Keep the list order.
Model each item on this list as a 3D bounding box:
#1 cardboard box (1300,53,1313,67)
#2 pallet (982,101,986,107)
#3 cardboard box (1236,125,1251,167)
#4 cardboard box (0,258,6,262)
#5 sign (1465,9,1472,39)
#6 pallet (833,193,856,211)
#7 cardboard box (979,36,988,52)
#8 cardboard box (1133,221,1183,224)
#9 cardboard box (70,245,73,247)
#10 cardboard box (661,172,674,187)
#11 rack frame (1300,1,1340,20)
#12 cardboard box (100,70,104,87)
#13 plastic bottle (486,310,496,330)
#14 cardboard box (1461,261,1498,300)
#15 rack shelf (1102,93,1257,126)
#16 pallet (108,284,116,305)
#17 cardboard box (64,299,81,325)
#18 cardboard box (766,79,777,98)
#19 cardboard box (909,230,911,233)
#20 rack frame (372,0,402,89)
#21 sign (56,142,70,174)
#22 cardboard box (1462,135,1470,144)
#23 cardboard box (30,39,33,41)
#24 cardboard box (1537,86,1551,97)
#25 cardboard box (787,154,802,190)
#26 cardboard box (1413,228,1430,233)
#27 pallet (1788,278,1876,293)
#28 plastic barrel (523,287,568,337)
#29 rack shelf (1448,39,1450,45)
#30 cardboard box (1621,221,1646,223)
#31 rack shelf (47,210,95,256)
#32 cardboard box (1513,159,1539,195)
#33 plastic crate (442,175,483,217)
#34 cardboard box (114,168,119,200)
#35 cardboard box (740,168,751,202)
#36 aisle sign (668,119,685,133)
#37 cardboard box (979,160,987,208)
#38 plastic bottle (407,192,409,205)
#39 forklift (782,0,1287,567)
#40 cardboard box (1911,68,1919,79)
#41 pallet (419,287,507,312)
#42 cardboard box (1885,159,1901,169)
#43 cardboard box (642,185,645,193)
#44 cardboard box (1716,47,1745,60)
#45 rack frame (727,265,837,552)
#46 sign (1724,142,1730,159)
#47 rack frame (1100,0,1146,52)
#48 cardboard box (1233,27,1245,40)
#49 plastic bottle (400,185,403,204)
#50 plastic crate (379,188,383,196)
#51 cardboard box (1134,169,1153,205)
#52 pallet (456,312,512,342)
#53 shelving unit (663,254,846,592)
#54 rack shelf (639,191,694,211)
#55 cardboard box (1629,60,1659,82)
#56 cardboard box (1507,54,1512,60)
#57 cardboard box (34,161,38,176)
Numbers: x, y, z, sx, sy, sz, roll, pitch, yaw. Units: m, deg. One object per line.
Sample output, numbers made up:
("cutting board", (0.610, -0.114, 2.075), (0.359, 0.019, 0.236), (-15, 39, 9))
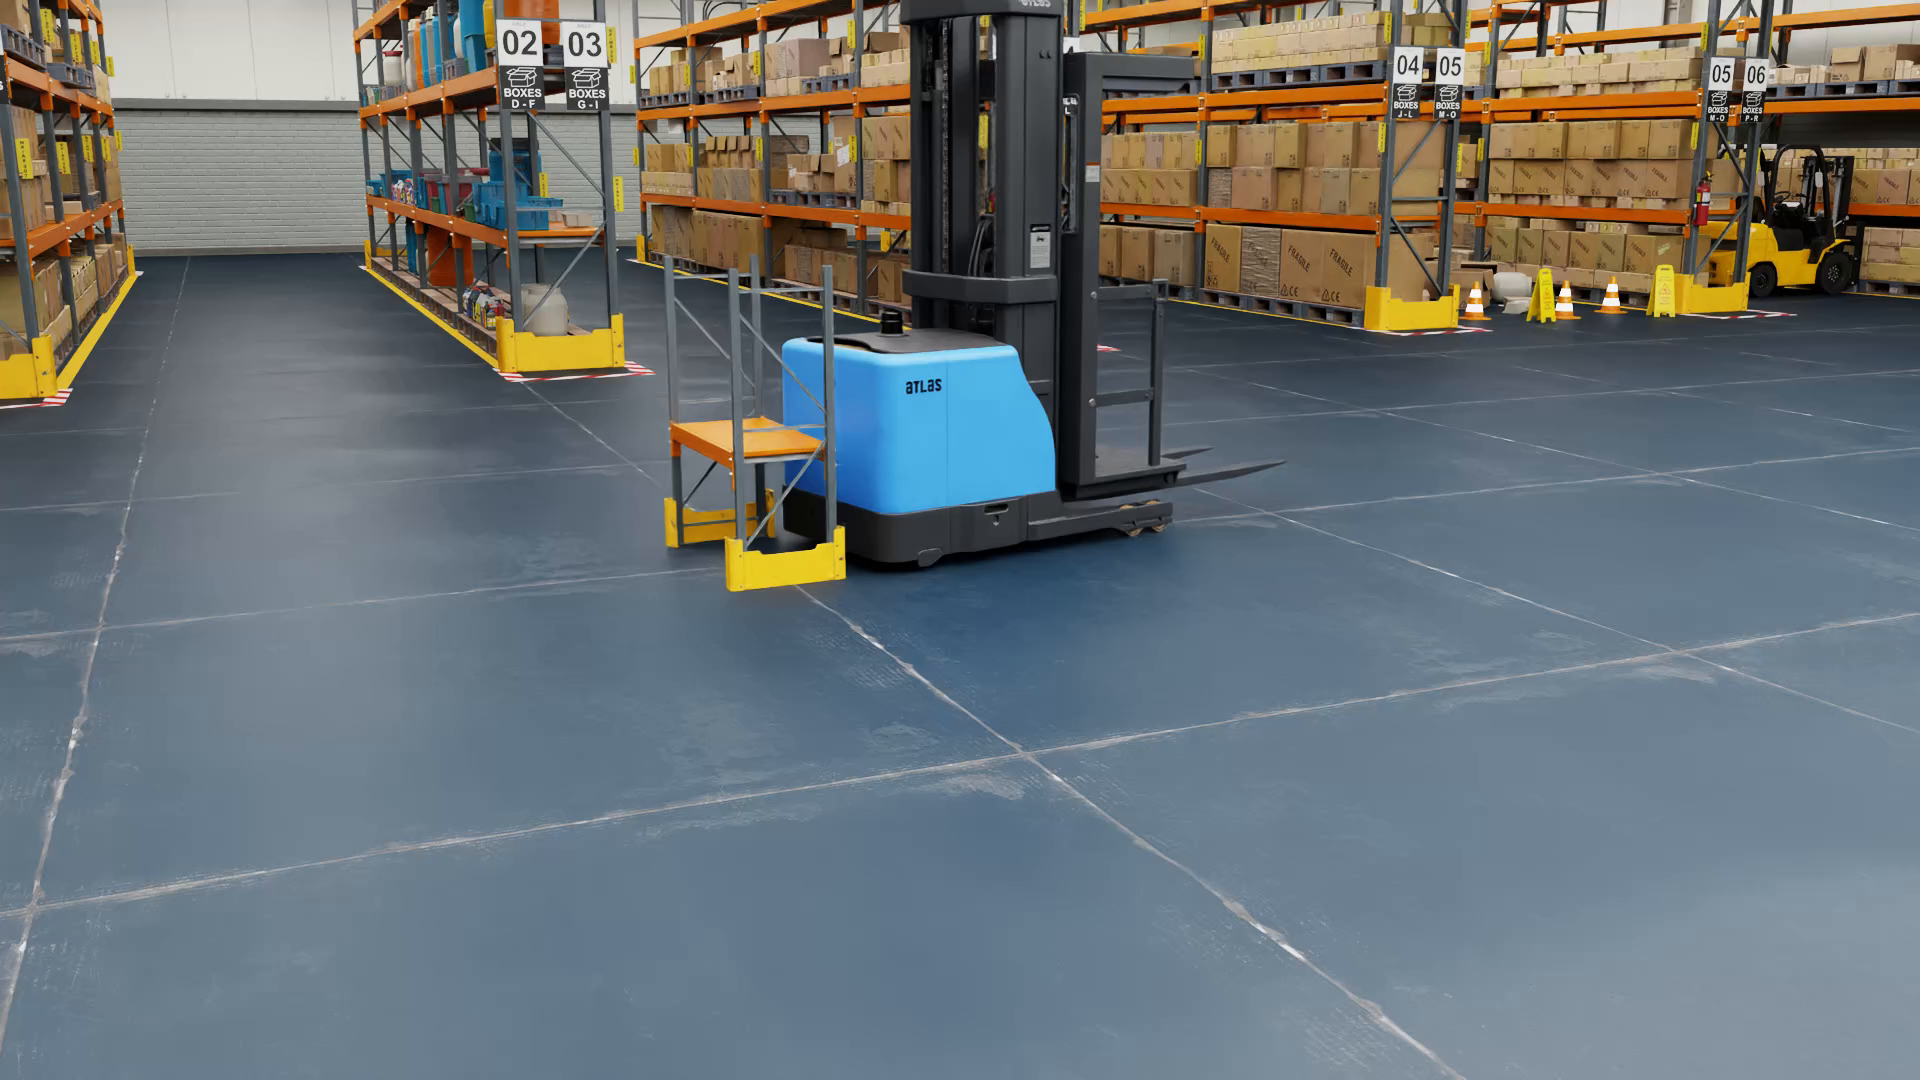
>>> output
("cardboard box", (4.401, -5.884, 20.392), (0.380, 0.149, 0.250), (-6, 14, -23))
("pallet", (1.114, -7.489, 28.340), (1.213, 0.211, 1.003), (-6, 14, -23))
("cardboard box", (4.194, -5.234, 22.105), (0.875, 0.550, 0.550), (-6, 14, -23))
("cardboard box", (-10.014, -2.603, 16.966), (0.500, 0.500, 0.500), (-6, 14, -23))
("sign", (5.864, -5.966, 19.227), (0.100, 0.325, 0.005), (-6, 14, -23))
("pallet", (-1.007, -4.468, 21.948), (1.003, 0.211, 1.213), (-6, 14, -23))
("cardboard box", (0.371, -5.176, 17.376), (0.380, 0.149, 0.250), (-6, 14, -23))
("cardboard box", (4.169, -6.405, 34.644), (0.875, 0.438, 0.875), (-5, 14, -21))
("cardboard box", (-13.147, -4.024, 24.171), (0.500, 0.500, 0.500), (-6, 14, -26))
("cardboard box", (-5.071, -6.500, 29.973), (0.500, 0.250, 0.500), (-6, 14, -24))
("rack frame", (7.985, -11.137, 37.031), (1.000, 3.000, 0.127), (-6, 14, -23))
("cardboard box", (-13.677, -7.215, 25.962), (0.500, 0.250, 0.500), (-6, 14, -23))
("plastic bottle", (-4.908, -2.307, 17.418), (0.097, 0.201, 0.097), (0, 13, 0))
("cardboard box", (7.428, -3.725, 23.849), (0.500, 0.500, 0.500), (4, 14, 16))
("rack shelf", (2.949, -6.342, 24.561), (1.077, 0.370, 4.000), (-6, 14, -23))
("pallet", (-12.264, -3.374, 22.978), (1.003, 0.211, 1.213), (-6, 14, -23))
("cardboard box", (-9.847, -2.467, 18.044), (0.500, 0.250, 0.500), (-6, 14, -24))
("cardboard box", (-2.482, -6.485, 23.918), (0.500, 0.250, 0.500), (-5, 14, -22))
("cardboard box", (-0.778, -6.110, 32.688), (0.380, 0.149, 0.250), (-6, 14, -26))
("rack frame", (-8.577, -8.519, 25.719), (1.000, 3.000, 0.127), (-6, 14, -23))
("sign", (-9.405, -4.007, 17.436), (0.100, 0.325, 0.005), (-6, 14, -23))
("cardboard box", (7.852, -6.344, 26.377), (0.380, 0.149, 0.250), (-5, 14, -20))
("cardboard box", (-10.623, -5.490, 18.686), (0.500, 0.250, 0.500), (-7, 15, -28))
("cardboard box", (8.464, -6.382, 23.698), (0.380, 0.149, 0.250), (-5, 14, -21))
("cardboard box", (-2.184, -5.362, 24.233), (0.500, 0.500, 0.500), (-8, 15, -30))
("cardboard box", (9.575, -6.254, 33.851), (0.500, 0.500, 0.500), (-5, 14, -21))
("pallet", (13.565, -3.956, 25.492), (1.003, 0.211, 1.213), (-6, 14, -23))
("plastic barrel", (-4.104, -2.238, 16.474), (0.421, 0.512, 0.421), (0, 13, 0))
("rack shelf", (8.786, -10.371, 35.327), (1.077, 0.370, 4.000), (-6, 14, -23))
("cardboard box", (11.696, -5.344, 29.644), (0.875, 0.625, 0.625), (-5, 14, -21))
("rack shelf", (-10.714, -3.559, 19.191), (1.077, 0.370, 4.000), (-6, 14, -23))
("cardboard box", (8.389, -5.261, 24.069), (0.500, 0.500, 0.500), (-6, 14, -23))
("plastic crate", (-5.847, -4.047, 19.560), (0.402, 0.464, 0.583), (-6, 14, -23))
("cardboard box", (-13.885, -5.746, 26.822), (0.500, 0.500, 0.500), (-6, 14, -23))
("cardboard box", (-3.056, -5.449, 25.538), (0.500, 0.500, 0.500), (-6, 14, -23))
("aisle sign", (-5.395, -8.178, 31.787), (0.394, 0.787, 0.004), (-6, 14, -23))
("cardboard box", (0.573, -3.874, 18.073), (0.875, 0.500, 0.500), (-6, 14, -23))
("plastic bottle", (-7.923, -4.932, 23.966), (0.097, 0.201, 0.097), (0, 13, 0))
("forklift", (0.545, -1.536, 9.008), (3.031, 2.935, 1.130), (-10, 16, -36))
("cardboard box", (13.784, -6.644, 23.677), (0.380, 0.149, 0.250), (-6, 14, -25))
("pallet", (-6.700, -3.247, 22.433), (1.003, 0.211, 1.213), (-6, 14, -23))
("cardboard box", (13.733, -5.481, 24.238), (0.380, 0.149, 0.250), (-6, 14, -23))
("cardboard box", (-5.802, -6.644, 31.482), (0.380, 0.149, 0.250), (-5, 14, -22))
("cardboard box", (9.892, -6.278, 21.481), (0.380, 0.149, 0.250), (-6, 14, -23))
("rack frame", (-0.823, -0.520, 7.790), (0.500, 1.500, 0.032), (-6, 14, -25))
("sign", (12.299, -6.209, 26.653), (0.100, 0.325, 0.005), (-6, 14, -23))
("rack frame", (3.439, -10.687, 35.090), (1.000, 3.000, 0.127), (-6, 14, -23))
("cardboard box", (3.789, -6.587, 21.663), (0.380, 0.149, 0.250), (-6, 14, -23))
("plastic bottle", (-8.256, -5.137, 24.700), (0.097, 0.271, 0.097), (0, 13, 0))
("plastic crate", (-9.550, -5.829, 27.856), (0.293, 0.136, 0.466), (-6, 14, -23))
("cardboard box", (2.892, -5.159, 24.285), (0.500, 0.500, 0.500), (-5, 14, -22))
("pallet", (-5.142, -2.442, 18.953), (1.003, 0.211, 1.213), (-6, 14, -23))
("shelving unit", (-1.051, -0.624, 8.242), (0.587, 1.500, 1.083), (-6, 14, -25))
("rack shelf", (-4.840, -6.106, 30.195), (1.077, 0.370, 4.000), (-6, 14, -23))
("cardboard box", (9.208, -6.179, 21.935), (0.500, 0.250, 0.500), (-6, 14, -24))
("cardboard box", (8.170, -7.381, 25.748), (0.500, 0.250, 0.500), (-6, 14, -24))
("cardboard box", (-9.202, -3.614, 16.172), (0.380, 0.149, 0.250), (-6, 14, -23))
